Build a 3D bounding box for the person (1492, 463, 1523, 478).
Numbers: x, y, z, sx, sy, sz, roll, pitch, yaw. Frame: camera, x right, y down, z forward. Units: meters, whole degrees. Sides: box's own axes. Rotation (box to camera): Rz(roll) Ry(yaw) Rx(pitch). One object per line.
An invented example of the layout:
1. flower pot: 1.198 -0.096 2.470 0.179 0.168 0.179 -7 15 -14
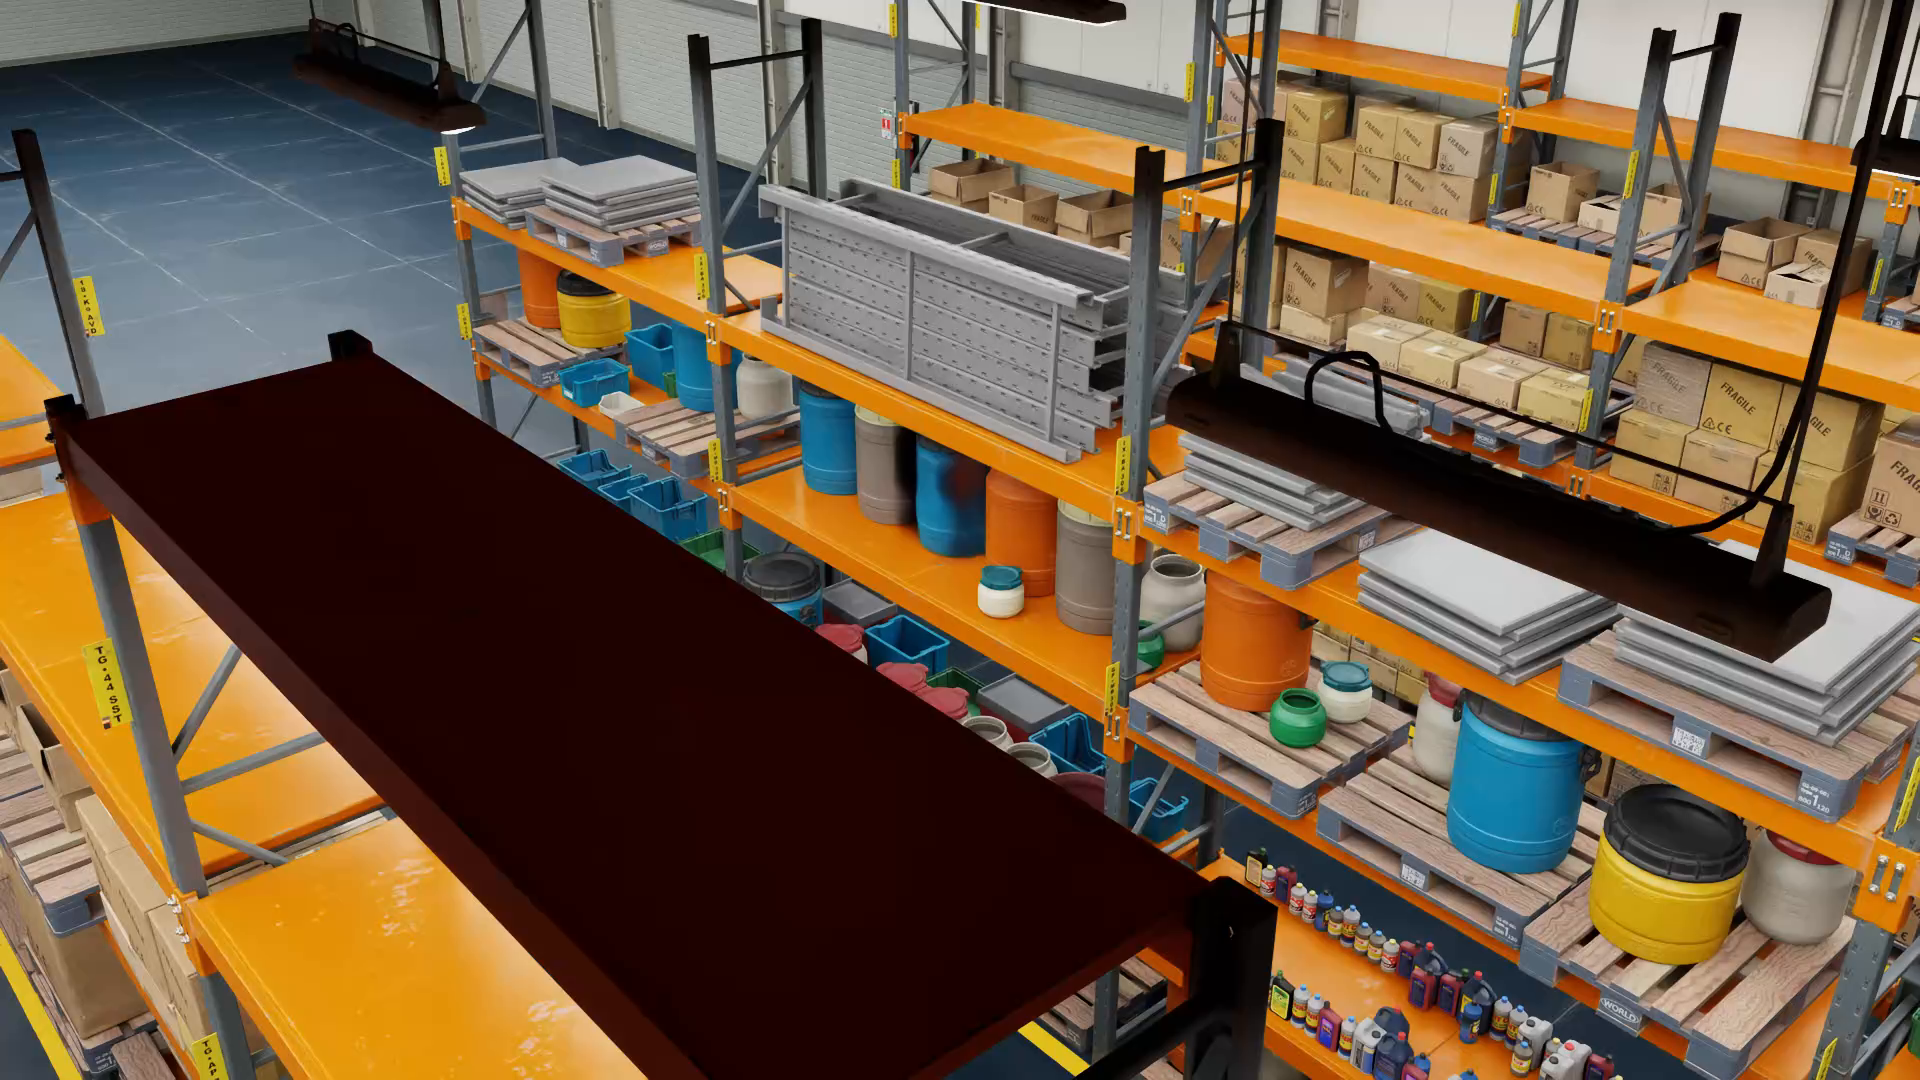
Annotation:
1. person: 5.187 -0.196 16.148 0.864 1.627 0.539 -2 27 -4
